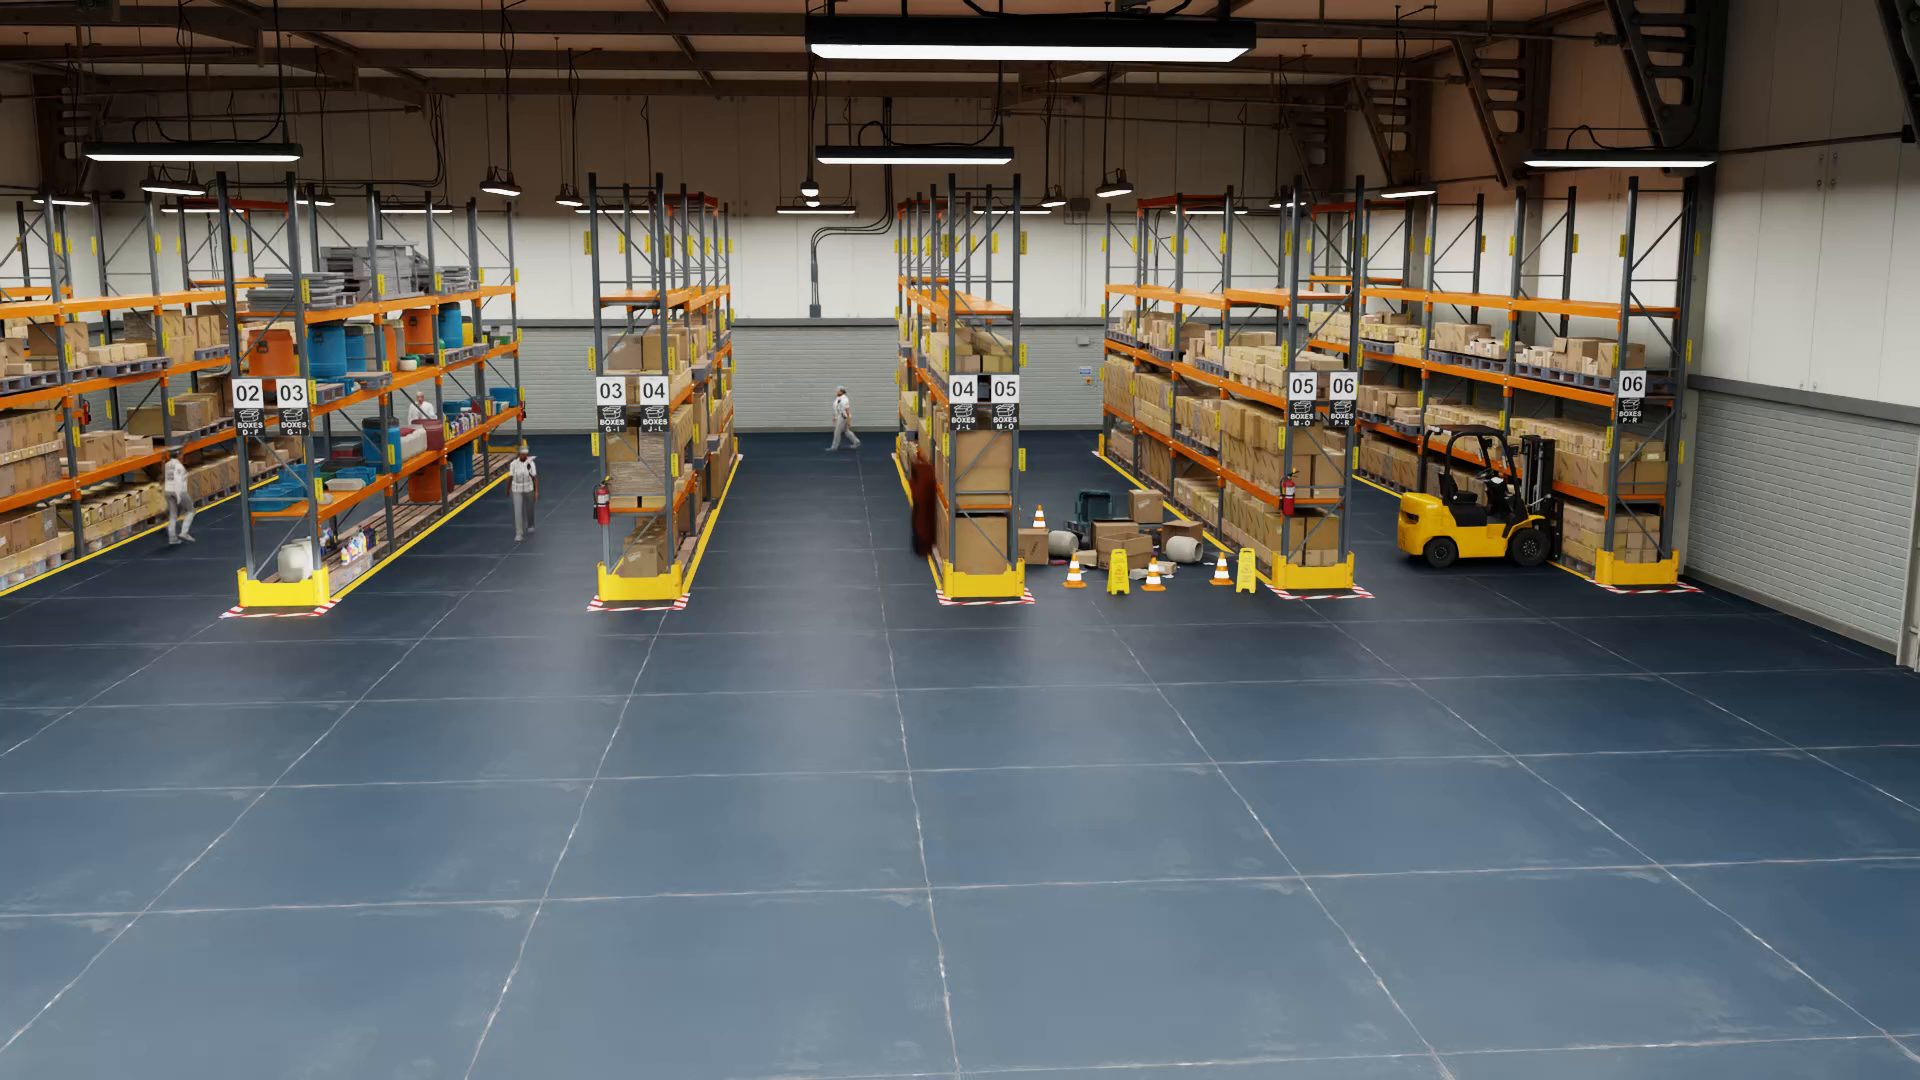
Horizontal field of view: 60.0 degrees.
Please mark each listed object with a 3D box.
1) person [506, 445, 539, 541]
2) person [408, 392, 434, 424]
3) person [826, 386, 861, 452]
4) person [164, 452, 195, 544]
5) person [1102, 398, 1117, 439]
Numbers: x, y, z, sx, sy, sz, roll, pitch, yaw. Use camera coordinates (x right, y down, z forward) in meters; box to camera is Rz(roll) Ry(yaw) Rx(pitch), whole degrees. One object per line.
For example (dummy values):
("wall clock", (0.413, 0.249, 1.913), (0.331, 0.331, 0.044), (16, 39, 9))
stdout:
("person", (-7.554, -0.841, 28.678), (0.558, 1.610, 1.058), (-2, 10, -13))
("person", (-12.292, -2.524, 37.881), (0.694, 1.713, 1.129), (0, 10, -1))
("person", (-2.876, -2.998, 41.019), (0.985, 1.629, 0.490), (-5, 11, -24))
("person", (-13.310, -0.763, 28.211), (0.488, 1.632, 0.493), (2, 10, 11))
("person", (3.822, -2.989, 41.393), (0.571, 1.447, 0.454), (-1, 10, -5))
